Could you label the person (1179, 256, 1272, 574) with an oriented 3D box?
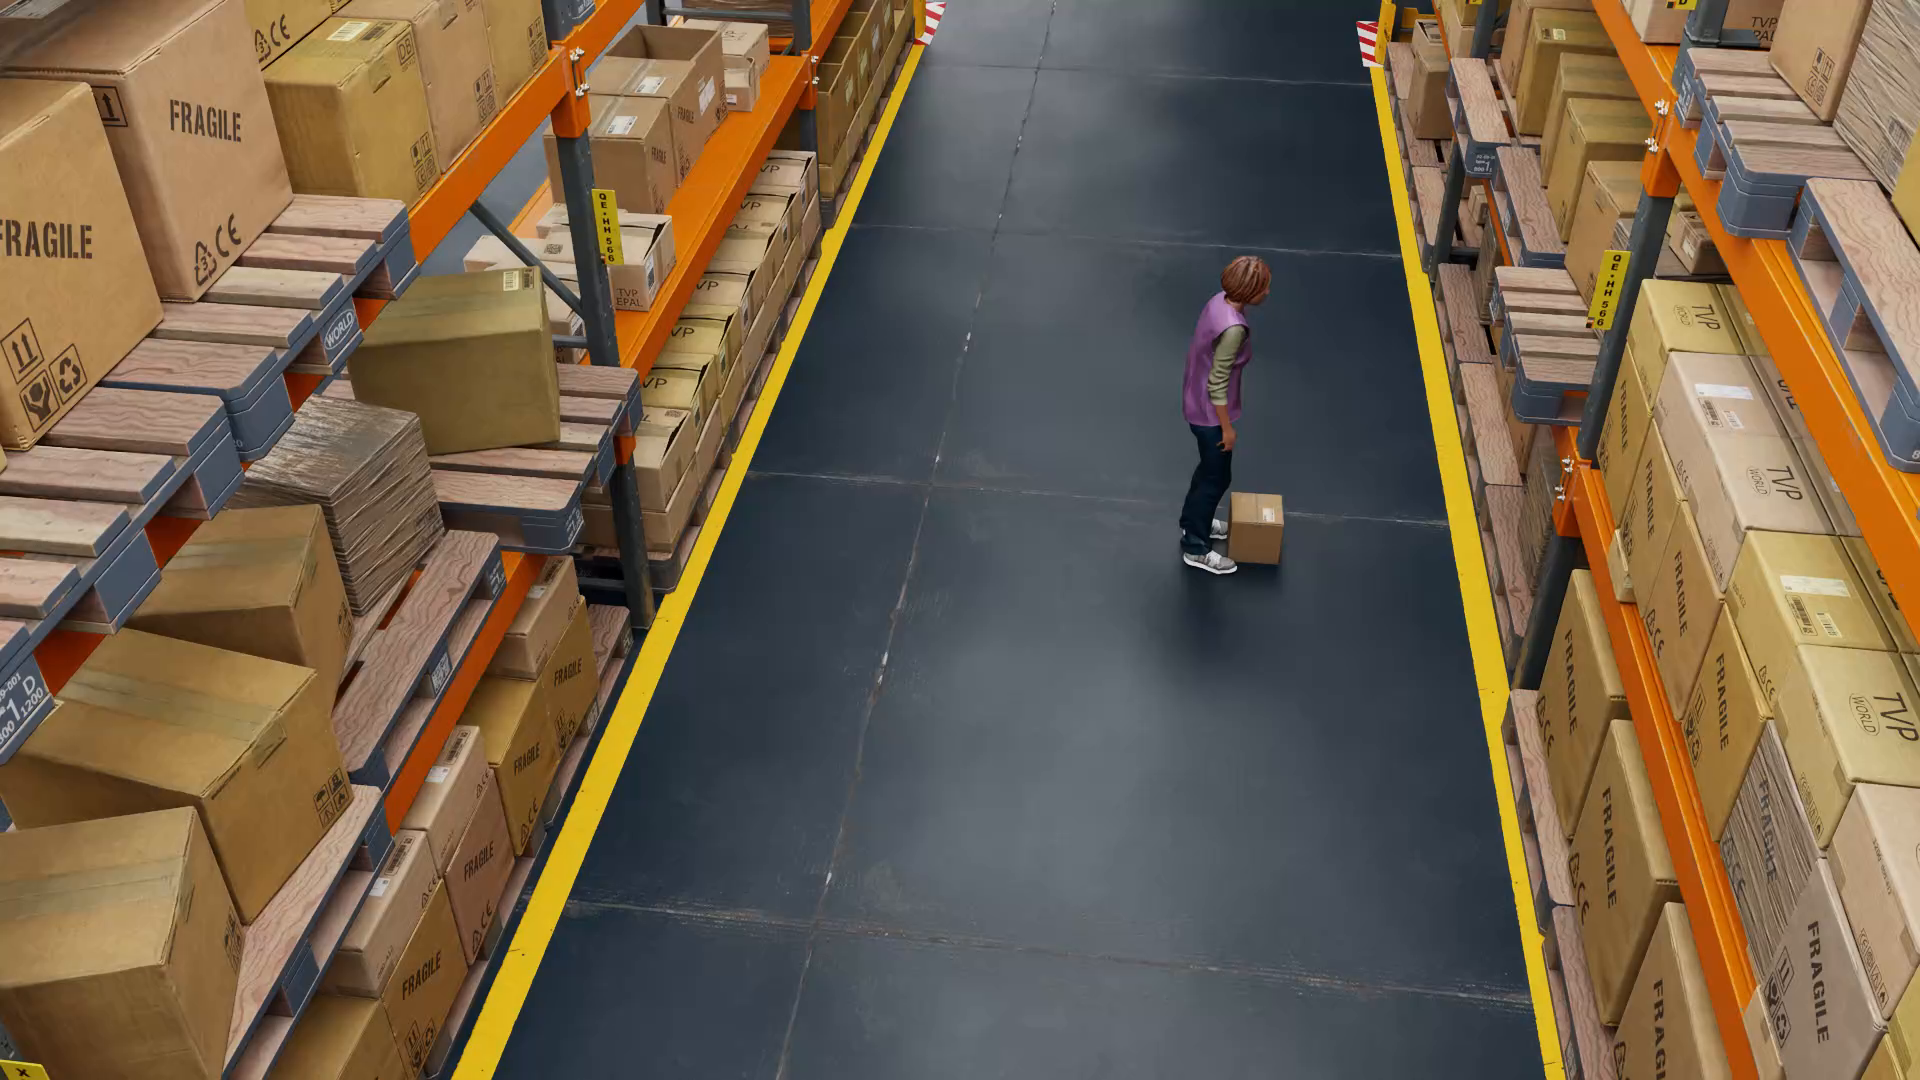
[{"bbox_3d":[1.224,-0.610,7.867,0.347,1.593,0.476,3,37,5],"label":"person"}]
